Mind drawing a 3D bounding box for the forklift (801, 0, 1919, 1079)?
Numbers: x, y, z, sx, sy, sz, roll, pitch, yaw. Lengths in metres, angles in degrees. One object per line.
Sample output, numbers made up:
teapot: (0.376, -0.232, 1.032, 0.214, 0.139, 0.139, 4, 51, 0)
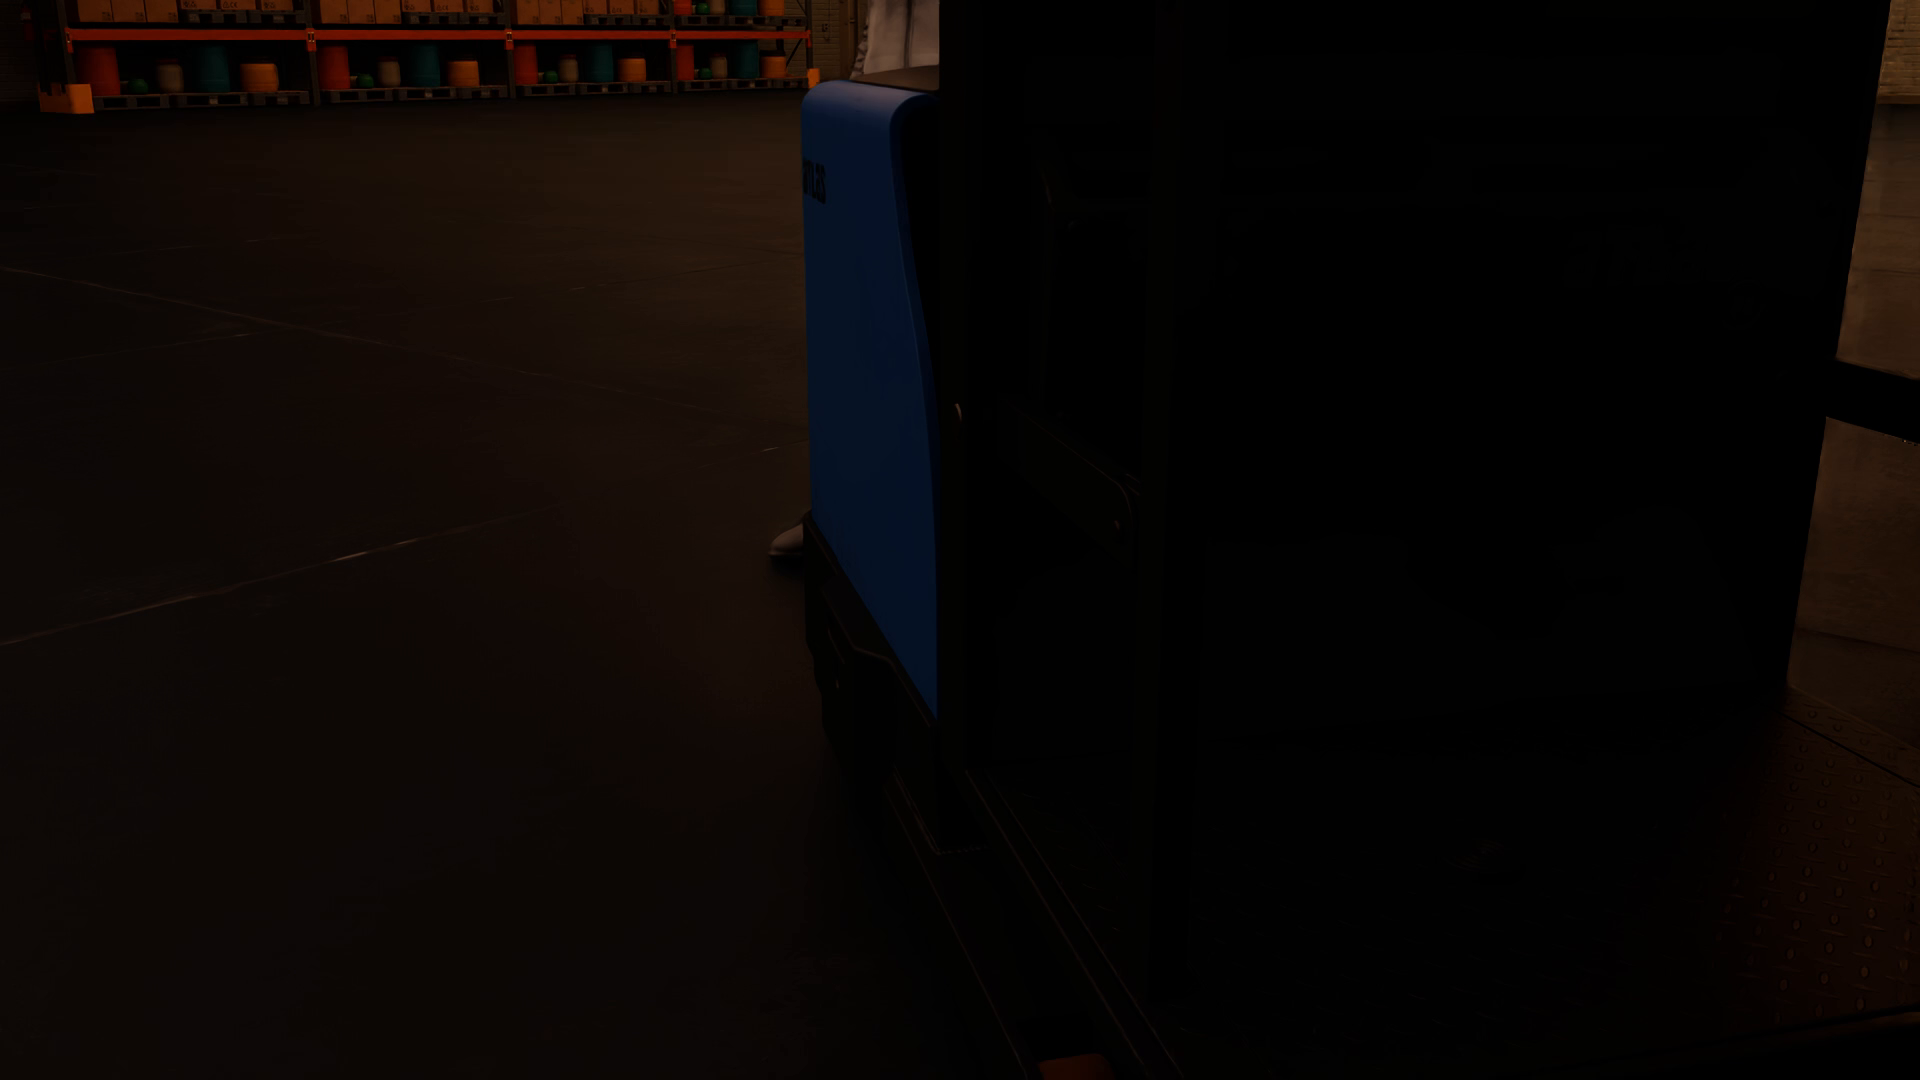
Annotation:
forklift: (0.579, -0.784, 1.479, 1.130, 2.935, 3.031, -4, 17, -14)

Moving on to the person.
person: (-0.051, -0.797, 3.542, 0.669, 1.771, 0.542, 12, 21, 34)
